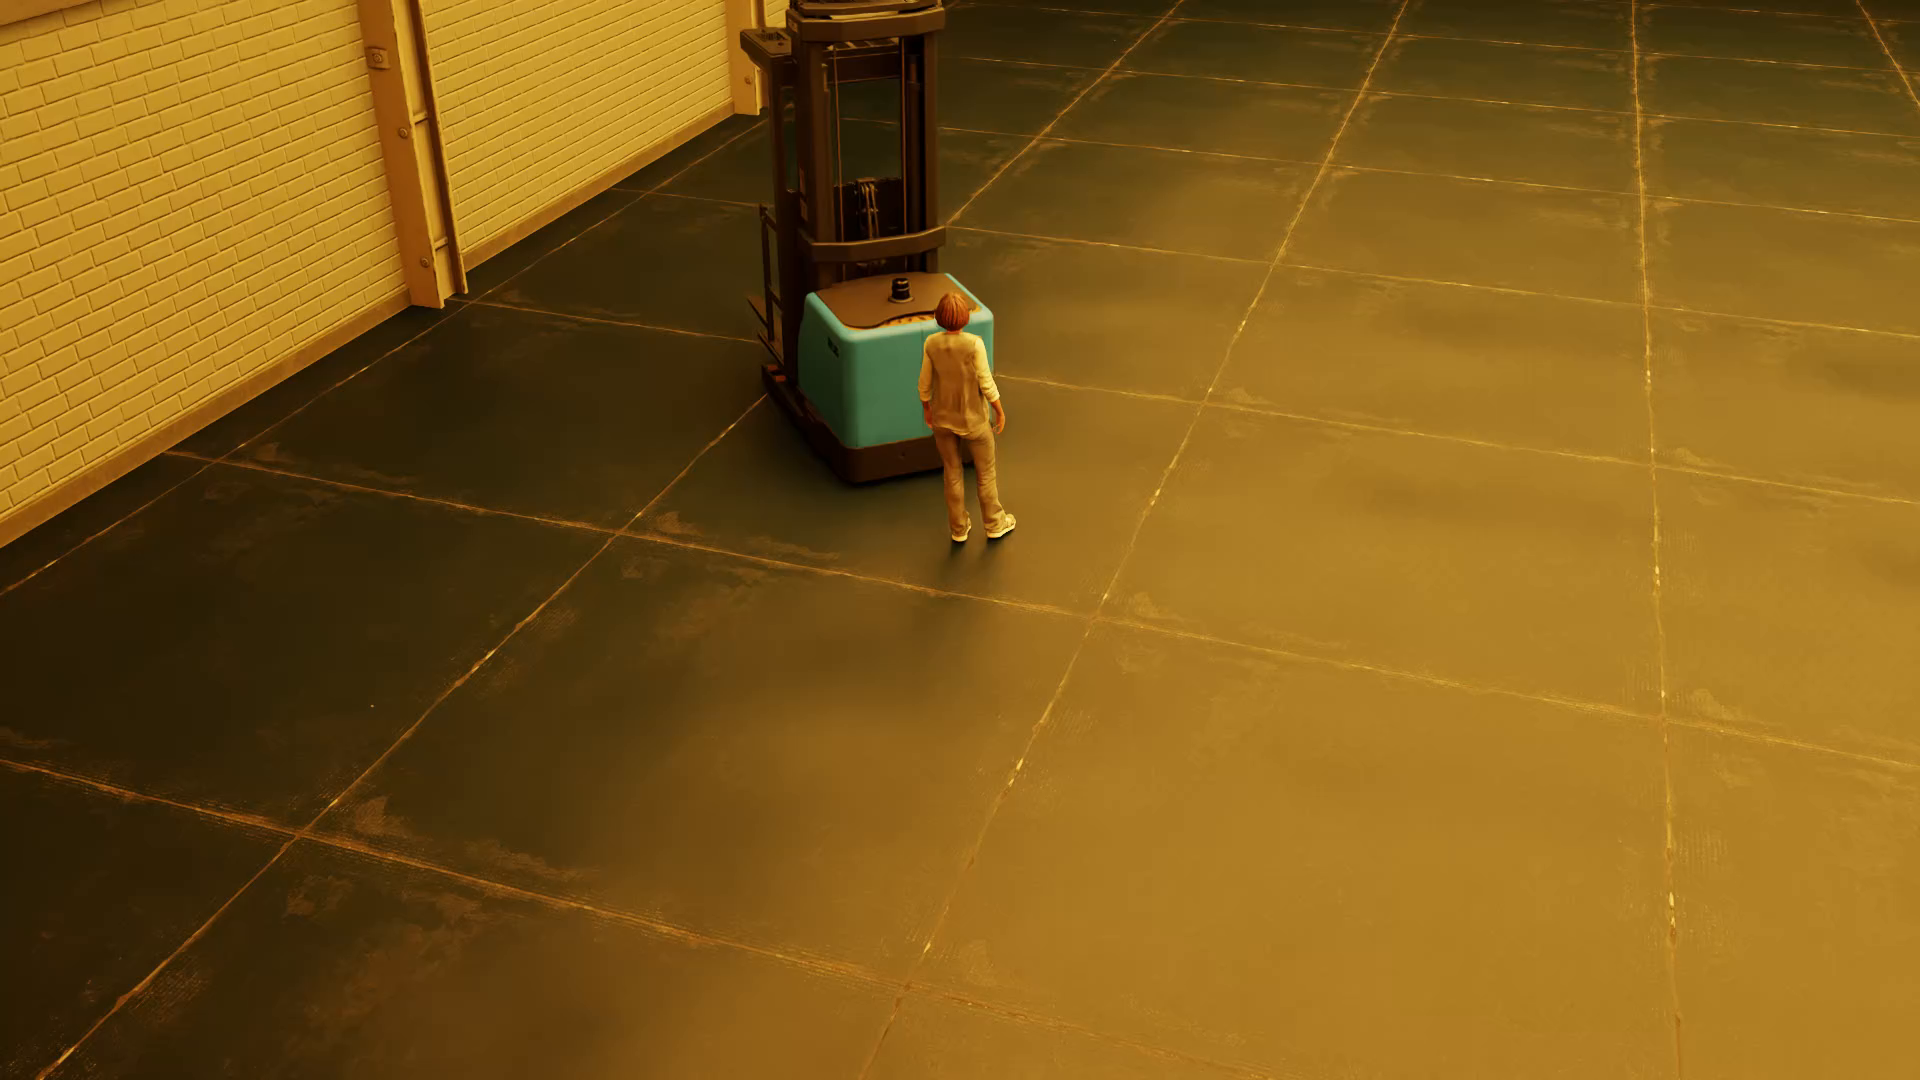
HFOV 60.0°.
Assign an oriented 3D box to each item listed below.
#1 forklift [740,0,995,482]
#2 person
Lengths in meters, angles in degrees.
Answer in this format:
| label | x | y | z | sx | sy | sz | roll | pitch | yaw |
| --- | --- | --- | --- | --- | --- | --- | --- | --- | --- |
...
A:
| label | x | y | z | sx | sy | sz | roll | pitch | yaw |
| --- | --- | --- | --- | --- | --- | --- | --- | --- | --- |
| forklift | -0.789 | -2.356 | 11.270 | 1.130 | 2.935 | 3.031 | -11 | 32 | -19 |
| person | 0.038 | -0.733 | 9.753 | 0.519 | 1.598 | 0.474 | 10 | 31 | 16 |
